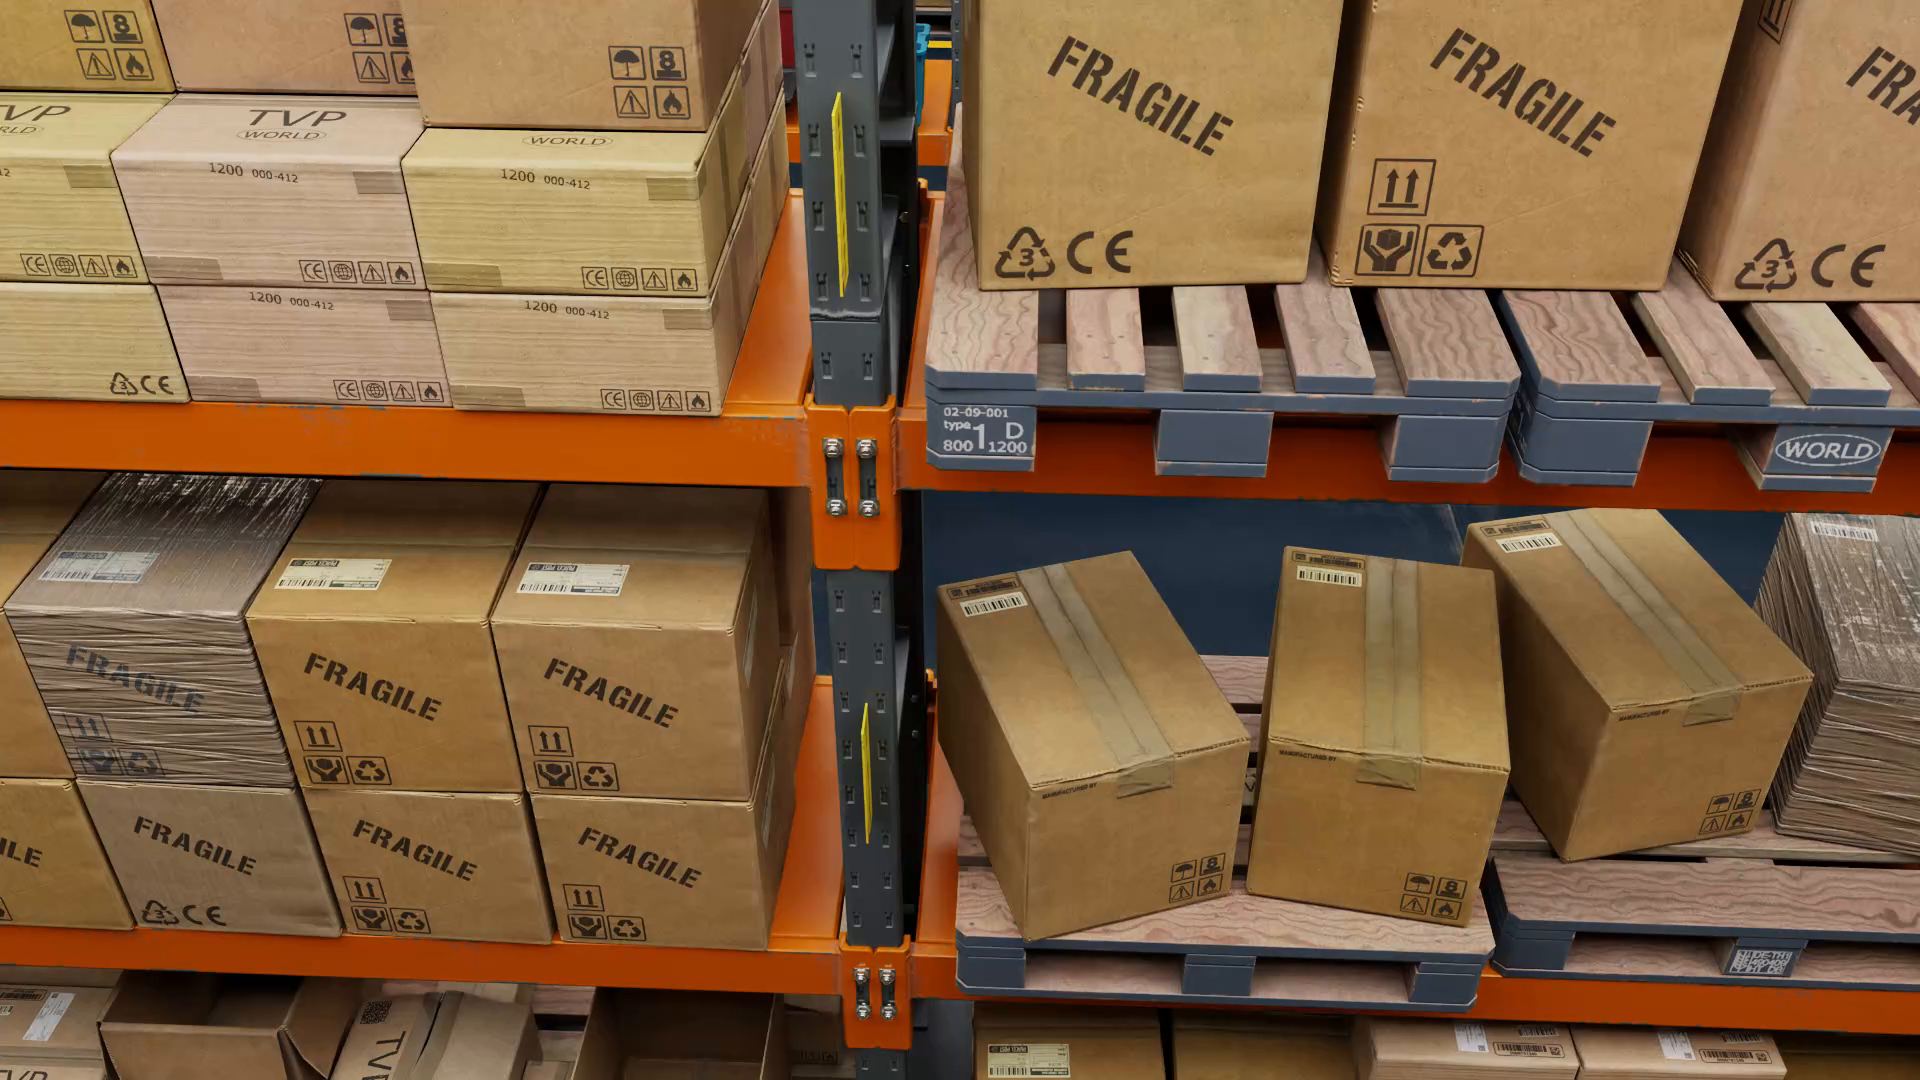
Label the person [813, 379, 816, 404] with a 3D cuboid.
[{"bbox_3d":[-0.480,-0.725,7.148,0.473,1.593,0.349,1,36,1],"label":"person"}]
